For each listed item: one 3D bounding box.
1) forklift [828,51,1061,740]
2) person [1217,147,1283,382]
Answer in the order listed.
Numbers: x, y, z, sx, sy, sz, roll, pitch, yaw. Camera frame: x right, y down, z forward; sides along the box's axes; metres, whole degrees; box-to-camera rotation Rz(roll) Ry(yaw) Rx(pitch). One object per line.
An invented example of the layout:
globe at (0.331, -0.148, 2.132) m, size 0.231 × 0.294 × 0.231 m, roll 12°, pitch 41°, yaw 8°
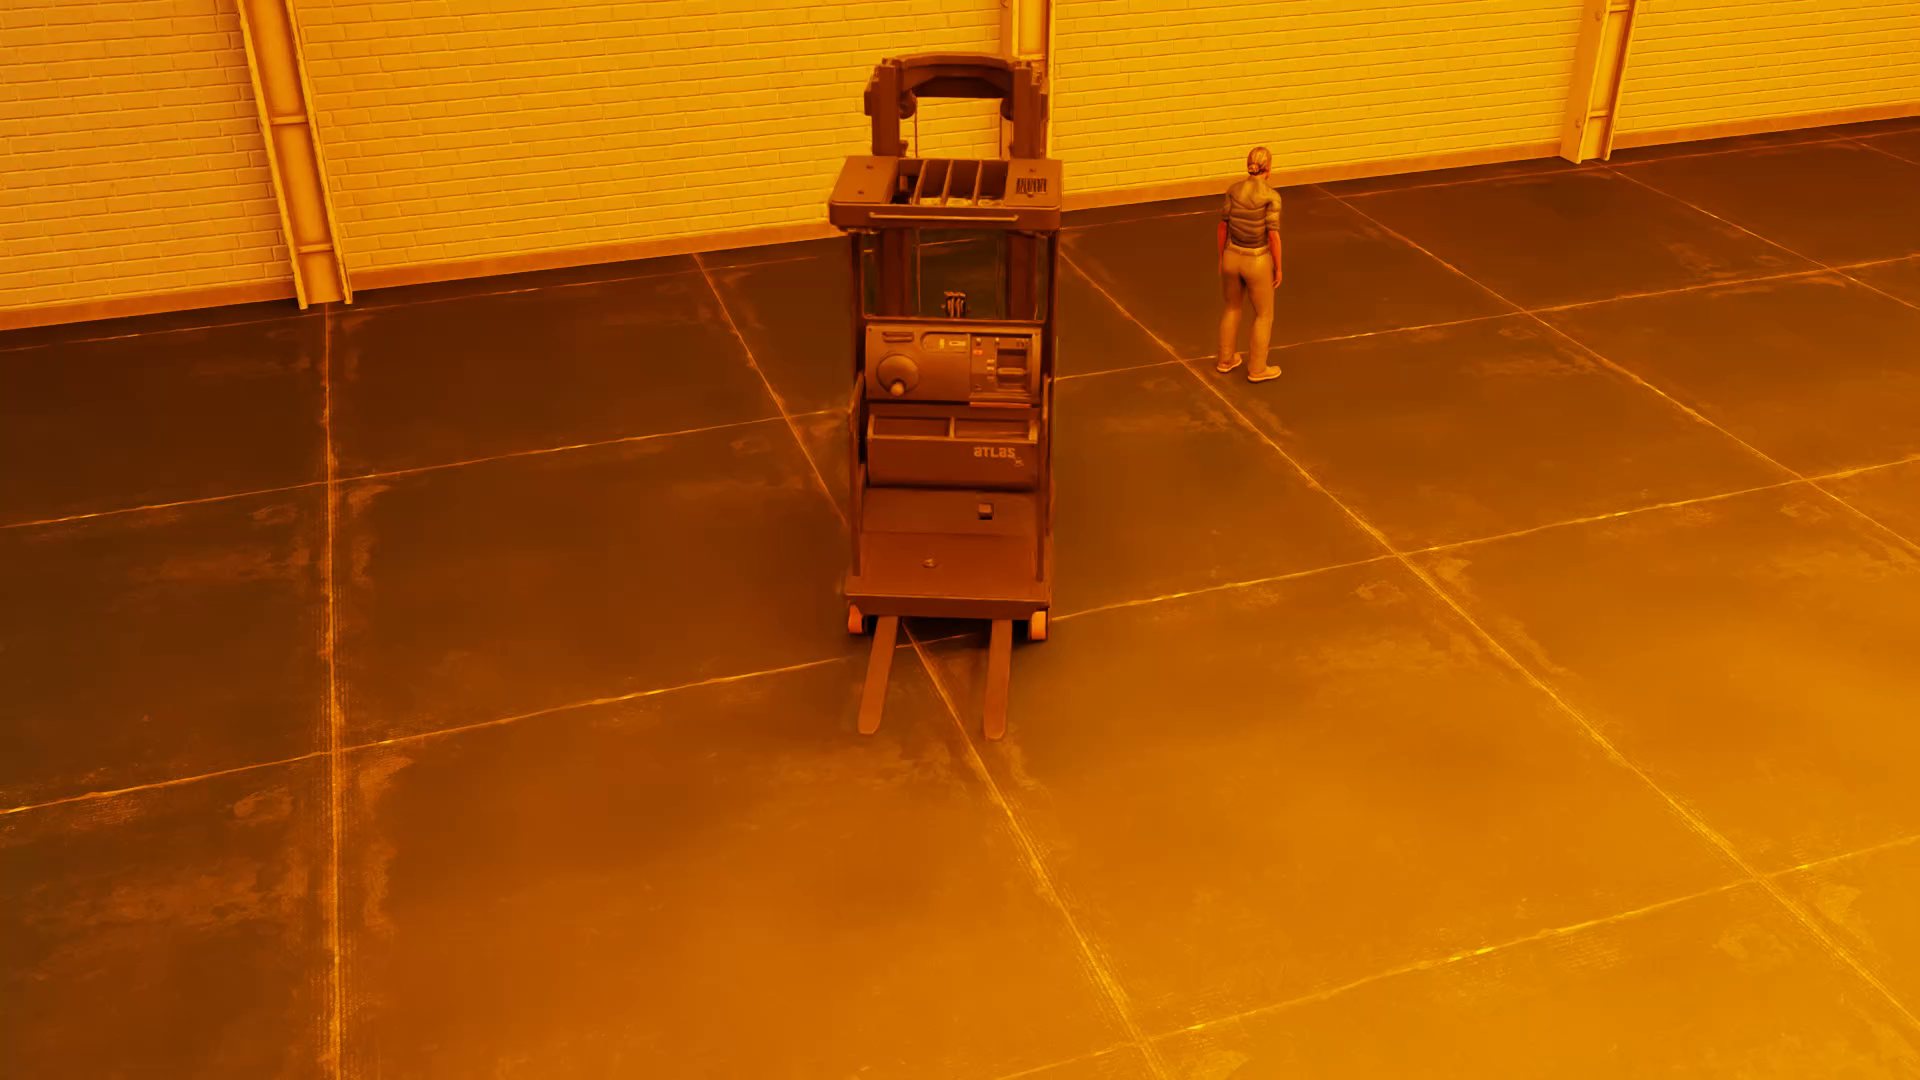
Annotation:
forklift at (-0.049, -0.892, 8.637) m, size 1.130 × 2.935 × 3.031 m, roll 2°, pitch 30°, yaw 3°
person at (2.057, -1.945, 11.750) m, size 0.525 × 1.653 × 0.351 m, roll 21°, pitch 36°, yaw 32°
